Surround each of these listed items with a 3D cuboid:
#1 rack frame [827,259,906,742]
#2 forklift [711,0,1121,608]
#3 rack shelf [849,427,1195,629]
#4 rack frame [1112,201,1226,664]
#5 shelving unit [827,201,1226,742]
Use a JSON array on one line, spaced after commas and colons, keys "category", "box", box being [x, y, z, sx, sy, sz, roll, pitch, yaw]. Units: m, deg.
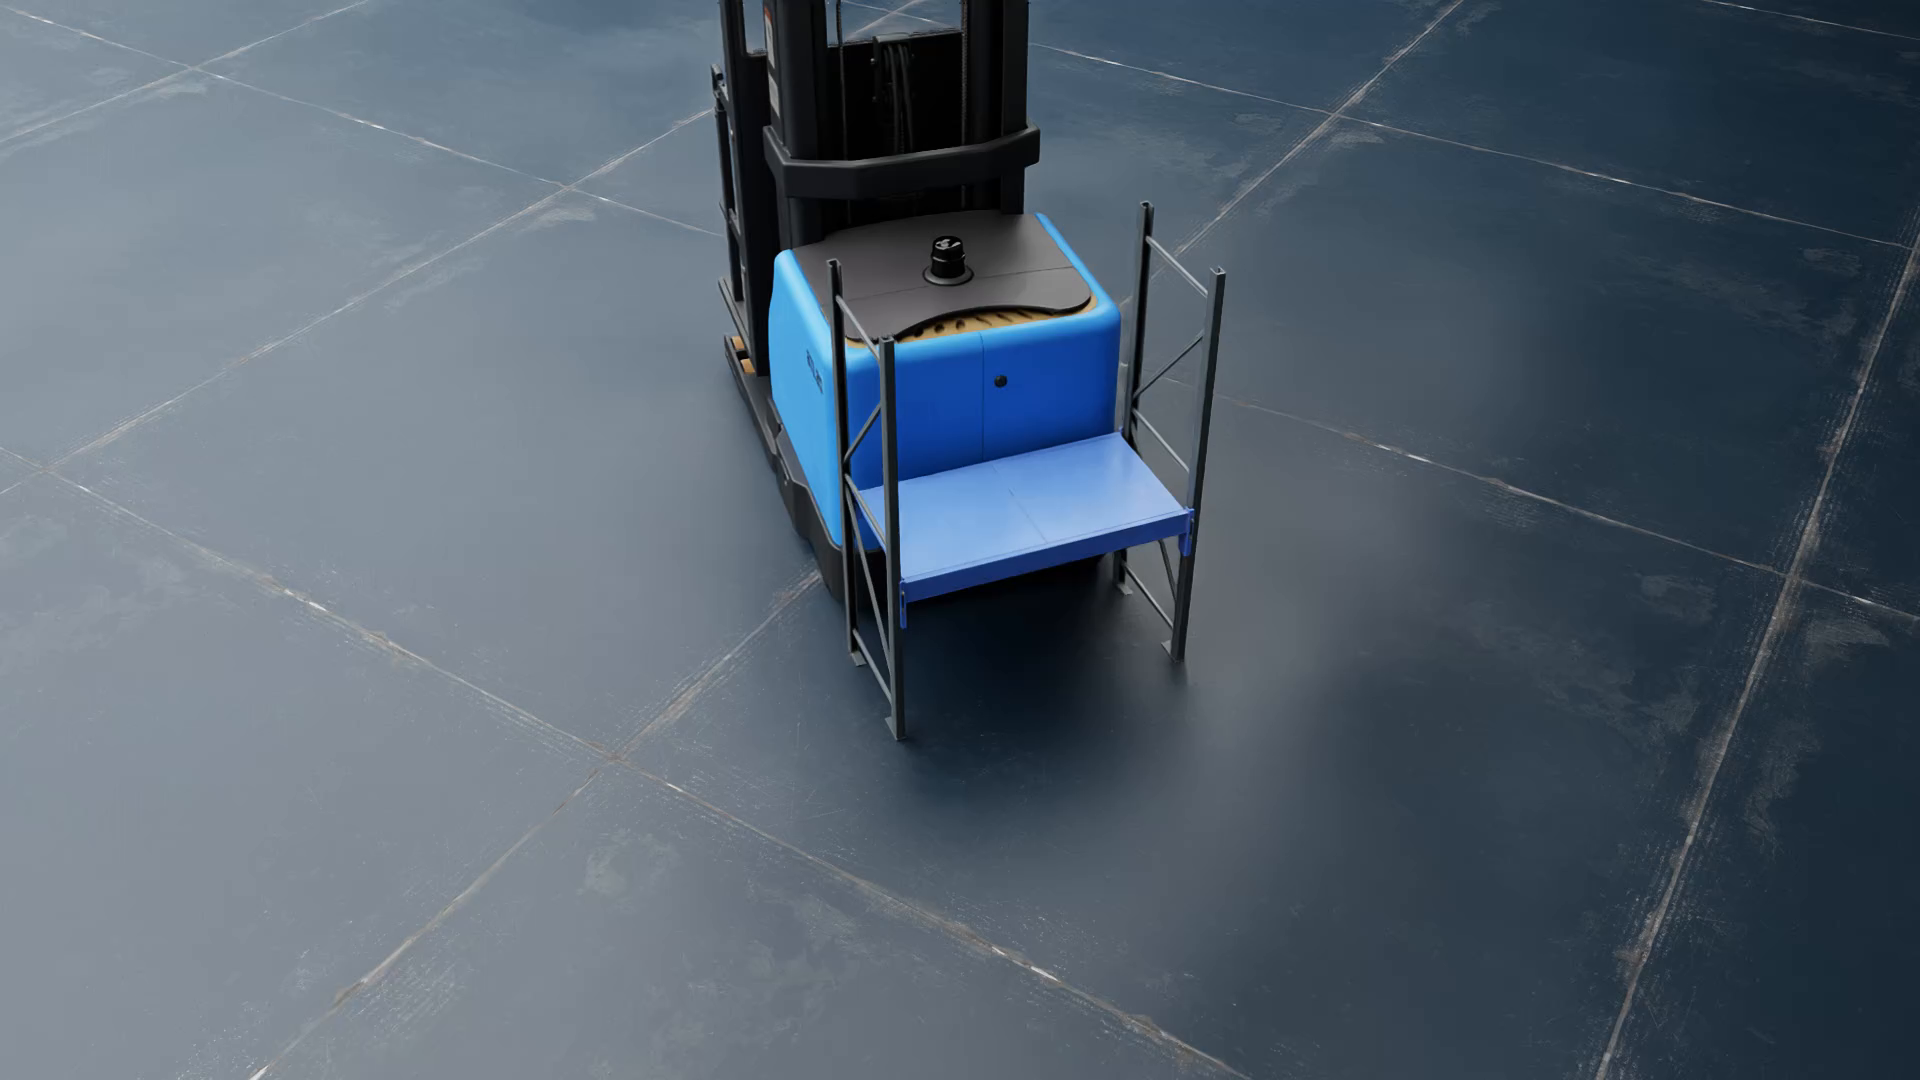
[{"category": "rack frame", "box": [-0.283, -0.084, 5.130, 0.032, 1.500, 0.500, -14, 40, -17]}, {"category": "forklift", "box": [-0.378, -1.828, 6.220, 1.130, 2.935, 3.031, -11, 39, -14]}, {"category": "rack shelf", "box": [0.189, -0.056, 5.389, 1.000, 0.185, 0.538, -14, 40, -17]}, {"category": "rack frame", "box": [0.661, -0.313, 5.428, 0.032, 1.500, 0.500, -14, 40, -17]}, {"category": "shelving unit", "box": [0.189, -0.199, 5.279, 1.048, 1.500, 0.538, -14, 40, -17]}]
